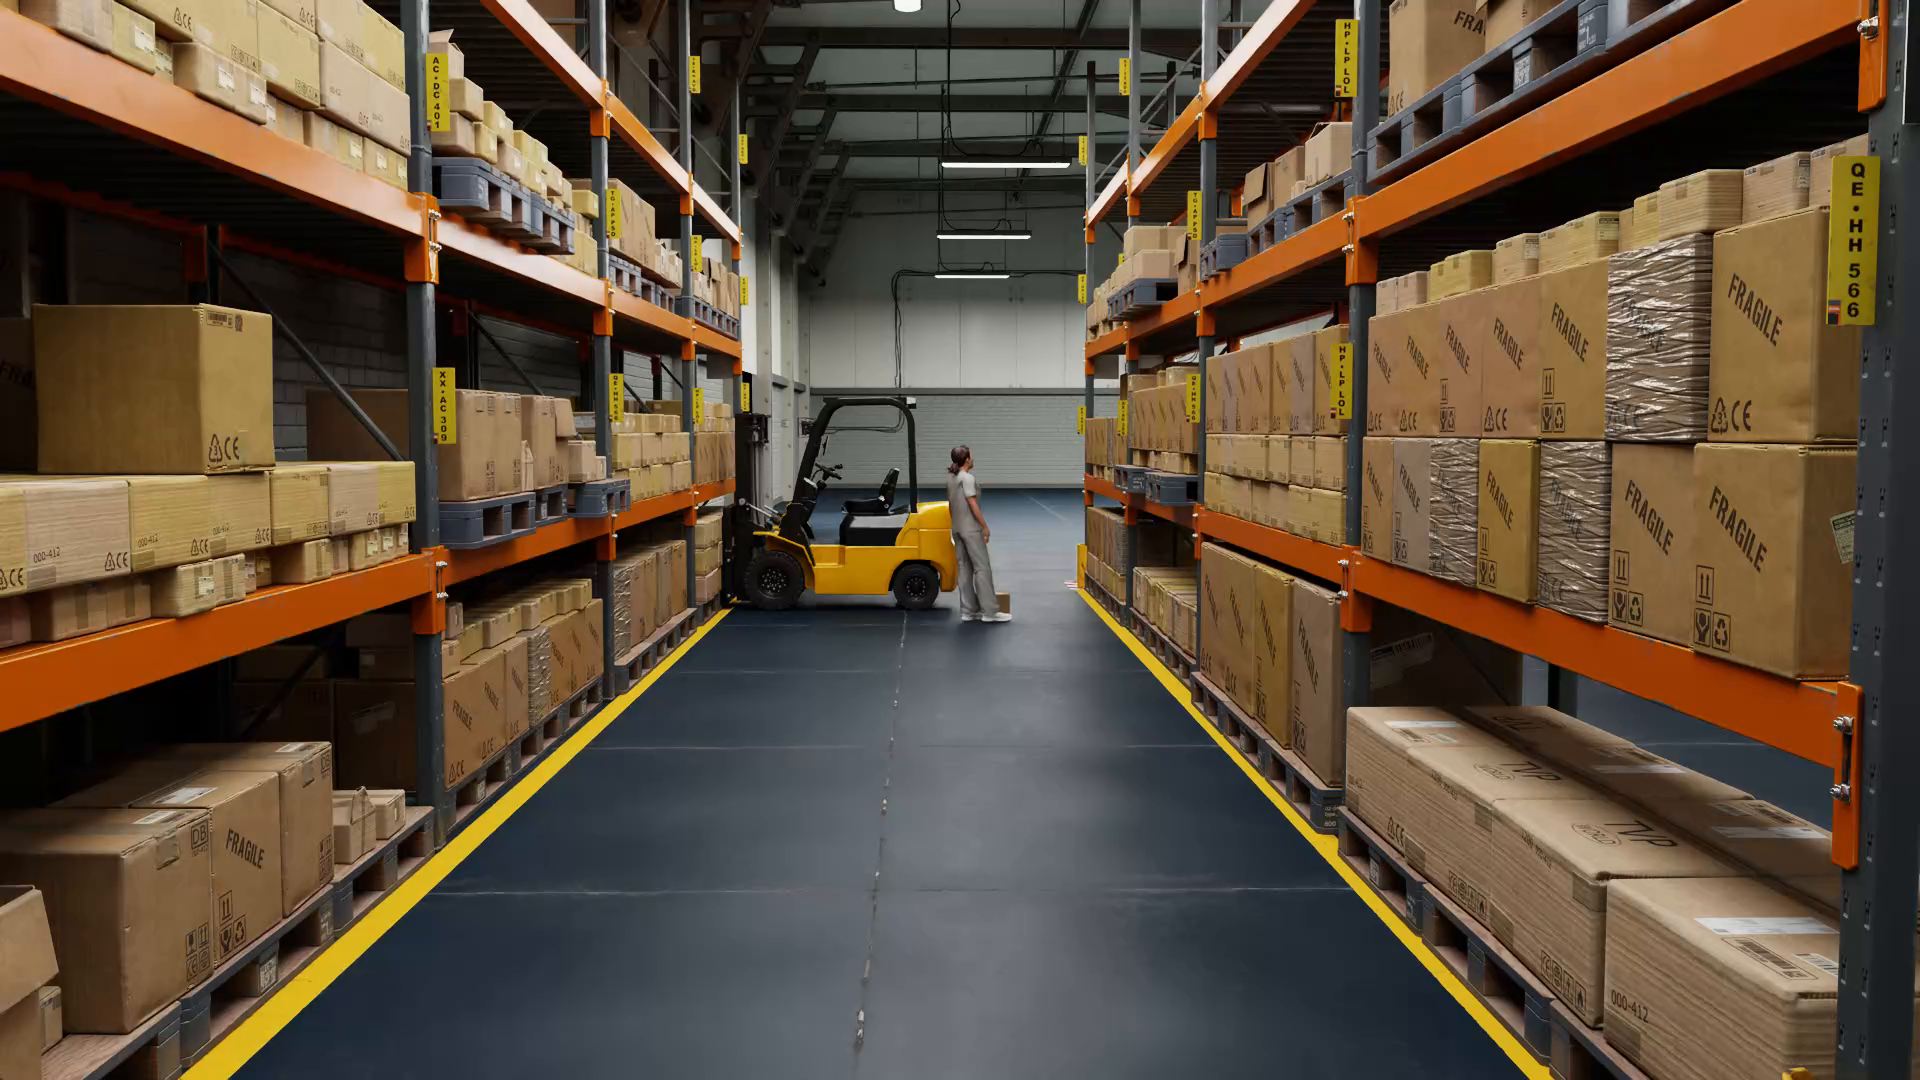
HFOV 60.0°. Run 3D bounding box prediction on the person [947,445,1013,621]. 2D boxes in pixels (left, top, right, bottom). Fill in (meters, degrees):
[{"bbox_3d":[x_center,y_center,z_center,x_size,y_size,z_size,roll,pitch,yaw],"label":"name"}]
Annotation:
[{"bbox_3d":[0.143,-0.070,15.864,0.548,1.673,0.549,-2,4,-30],"label":"person"}]
